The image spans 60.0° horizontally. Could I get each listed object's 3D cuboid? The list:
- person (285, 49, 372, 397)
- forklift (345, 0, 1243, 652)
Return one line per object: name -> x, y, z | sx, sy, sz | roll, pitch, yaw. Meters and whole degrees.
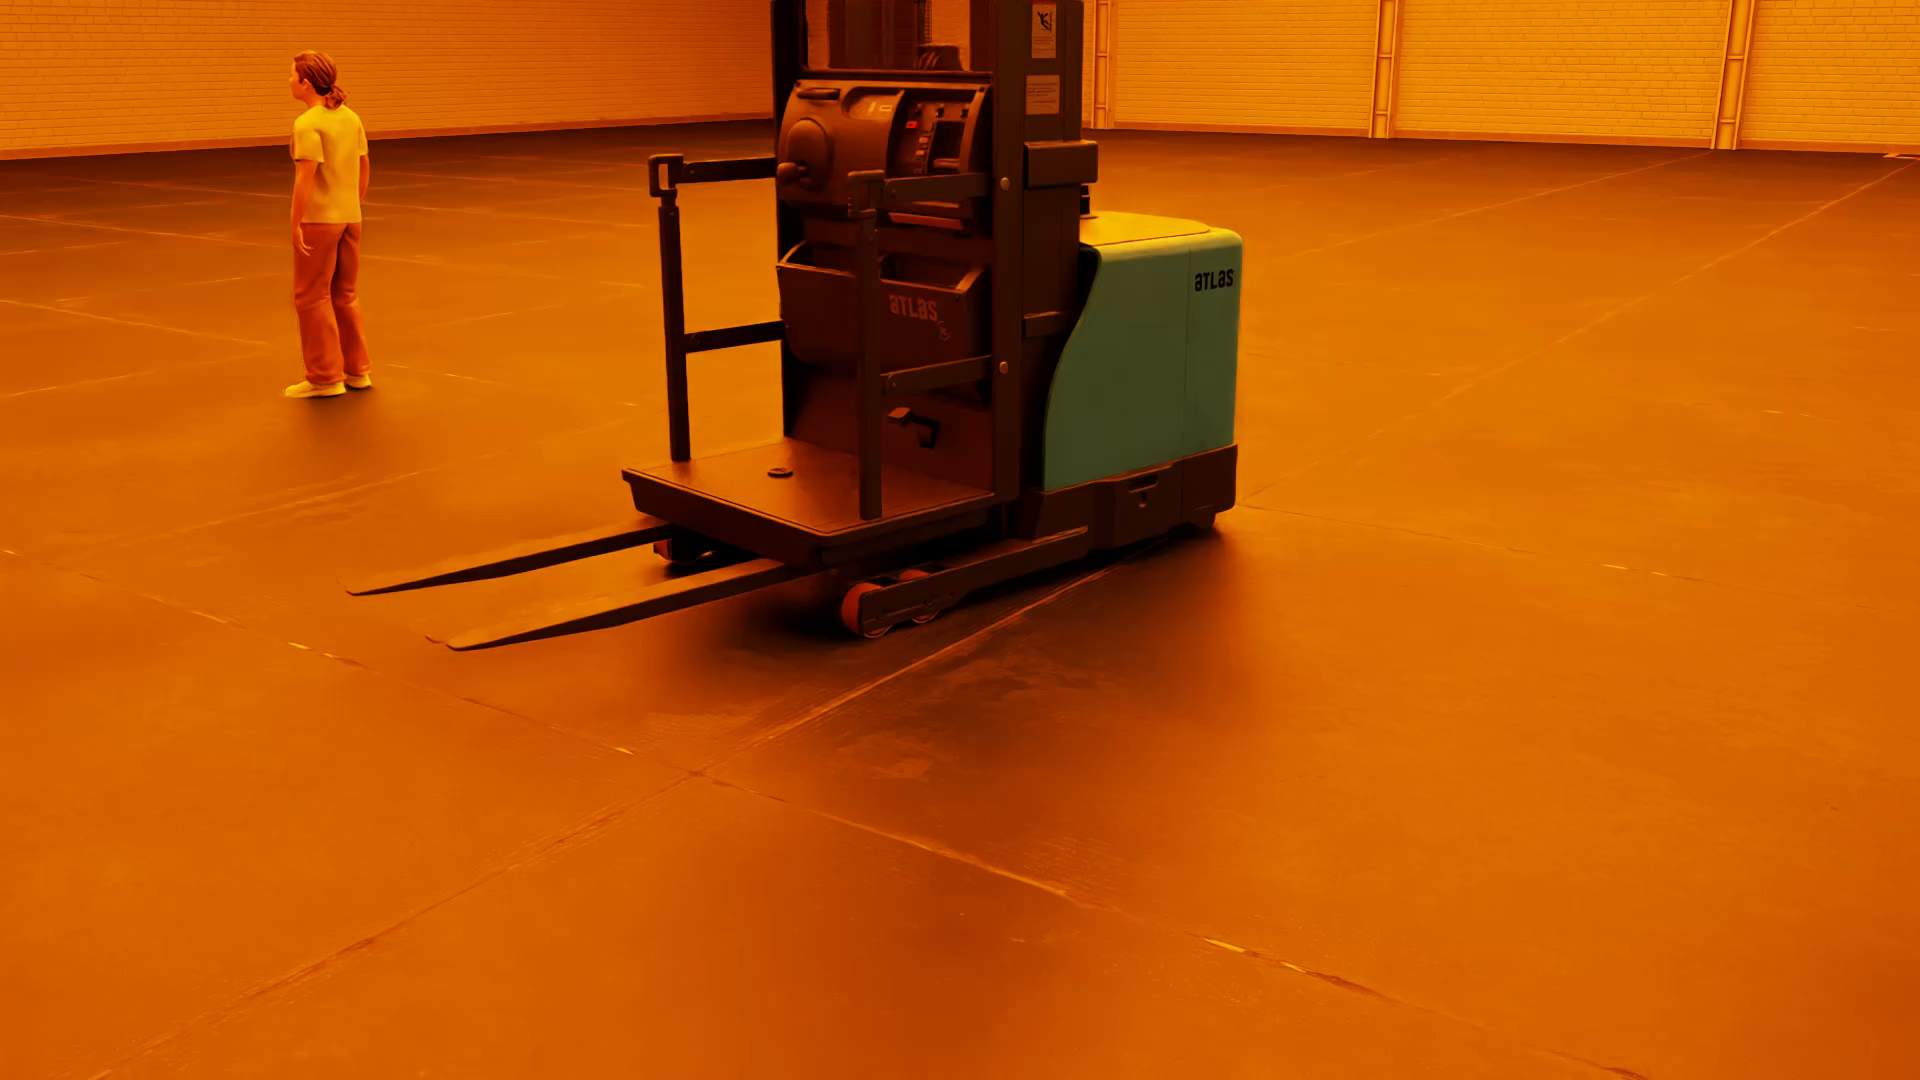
person -> -3.155, -1.543, 8.204 | 0.482, 1.687, 0.538 | 5, 17, 17
forklift -> -0.408, -1.277, 5.105 | 3.031, 2.935, 1.130 | -15, 22, -41
